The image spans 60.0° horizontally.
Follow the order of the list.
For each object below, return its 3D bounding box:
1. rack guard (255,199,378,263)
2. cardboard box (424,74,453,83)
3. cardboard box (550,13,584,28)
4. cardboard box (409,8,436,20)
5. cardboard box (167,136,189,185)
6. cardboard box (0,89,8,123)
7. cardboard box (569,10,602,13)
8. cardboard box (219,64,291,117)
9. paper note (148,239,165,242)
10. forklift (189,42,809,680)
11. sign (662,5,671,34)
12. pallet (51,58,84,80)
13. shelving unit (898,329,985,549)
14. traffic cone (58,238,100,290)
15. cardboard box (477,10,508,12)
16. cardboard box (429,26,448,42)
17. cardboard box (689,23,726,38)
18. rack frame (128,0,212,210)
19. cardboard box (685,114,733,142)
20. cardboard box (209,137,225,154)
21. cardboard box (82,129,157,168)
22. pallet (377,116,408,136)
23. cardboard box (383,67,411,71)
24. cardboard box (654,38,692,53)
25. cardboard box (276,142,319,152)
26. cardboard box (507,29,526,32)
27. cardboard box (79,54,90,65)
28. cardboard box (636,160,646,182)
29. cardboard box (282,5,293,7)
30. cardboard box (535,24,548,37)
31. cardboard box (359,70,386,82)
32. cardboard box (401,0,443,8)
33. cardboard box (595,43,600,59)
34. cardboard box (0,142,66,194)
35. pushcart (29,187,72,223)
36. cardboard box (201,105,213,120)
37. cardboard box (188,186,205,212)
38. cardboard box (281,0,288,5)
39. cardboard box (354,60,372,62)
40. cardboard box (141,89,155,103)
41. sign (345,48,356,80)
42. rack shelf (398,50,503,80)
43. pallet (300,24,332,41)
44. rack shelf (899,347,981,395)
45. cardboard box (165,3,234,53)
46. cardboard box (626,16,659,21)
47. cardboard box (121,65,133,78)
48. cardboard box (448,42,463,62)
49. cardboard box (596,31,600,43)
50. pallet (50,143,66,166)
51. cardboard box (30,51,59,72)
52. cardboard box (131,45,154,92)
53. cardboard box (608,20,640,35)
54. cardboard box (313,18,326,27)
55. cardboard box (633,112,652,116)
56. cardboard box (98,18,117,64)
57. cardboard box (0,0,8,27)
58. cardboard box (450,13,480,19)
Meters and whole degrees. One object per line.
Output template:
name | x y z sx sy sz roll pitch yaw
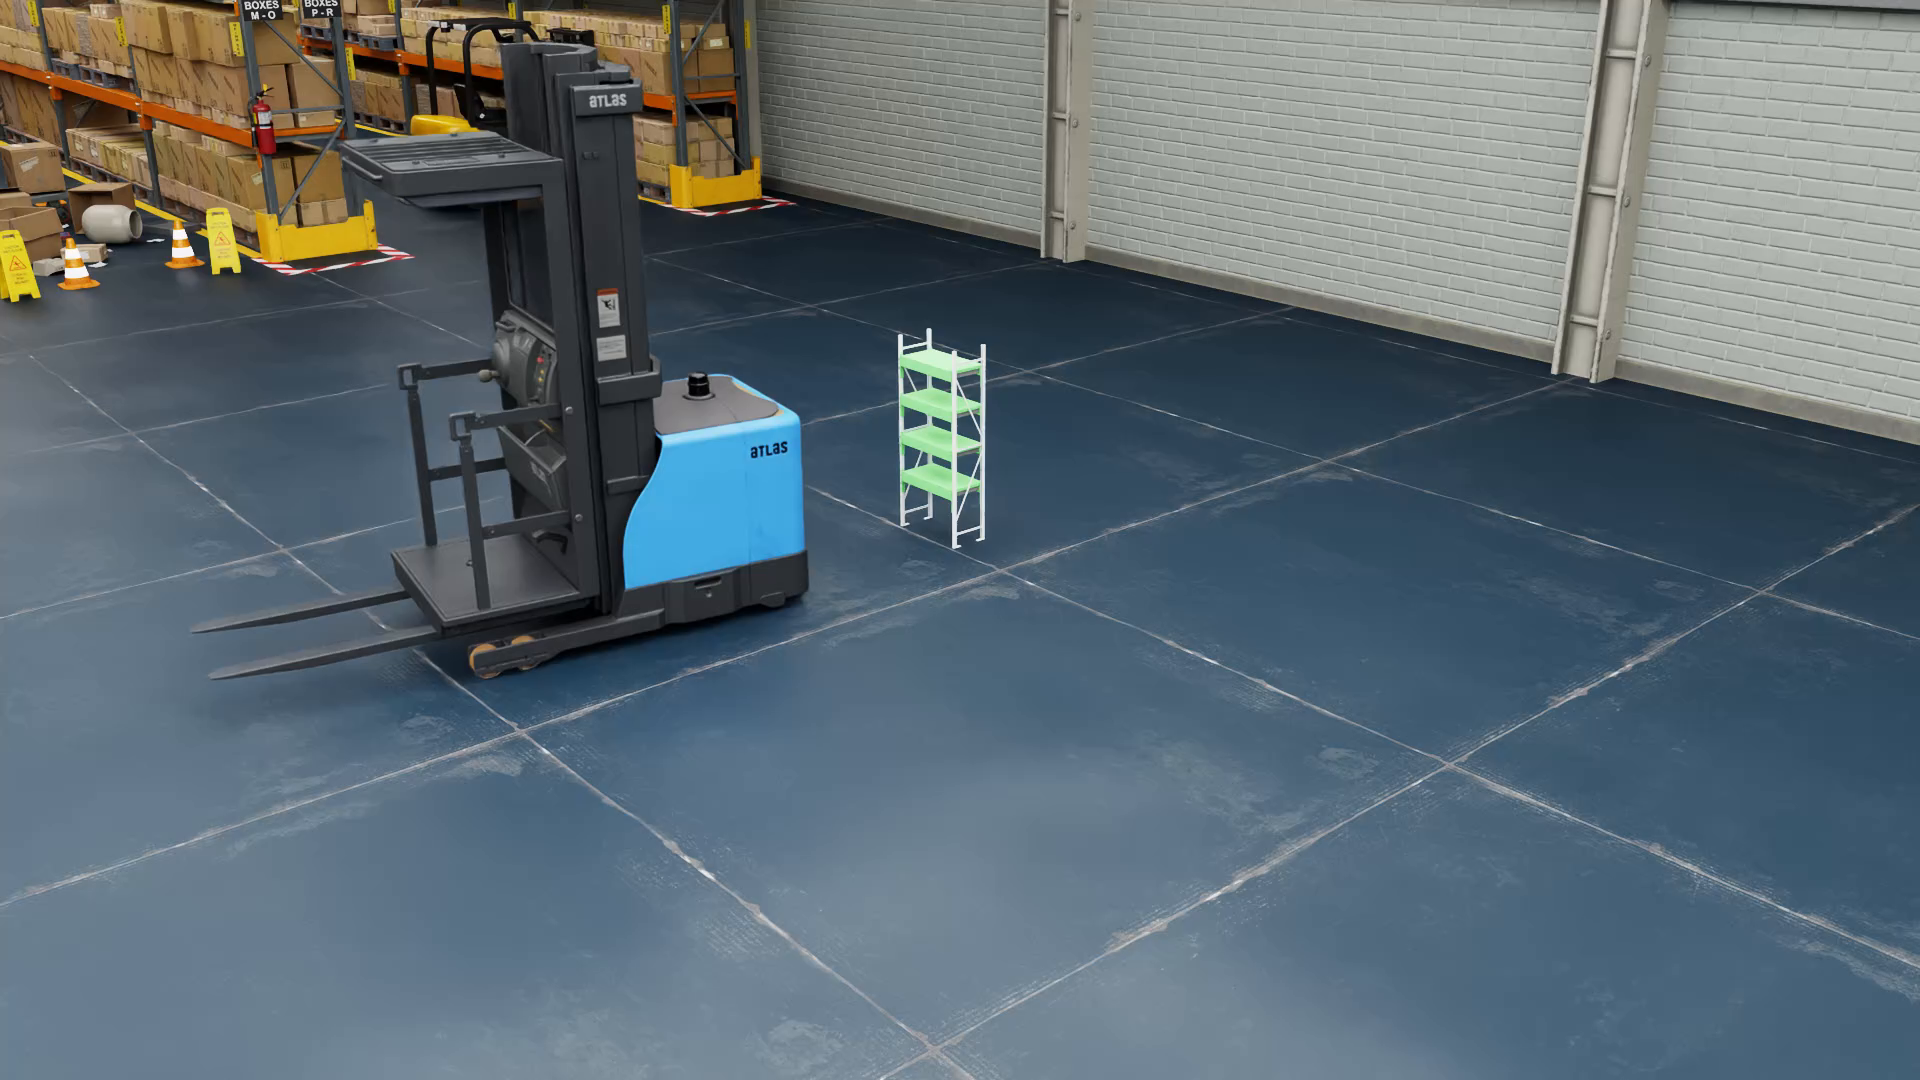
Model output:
rack guard | -6.856 -3.310 17.748 1.175 0.500 0.348 -17 27 -37
cardboard box | -8.375 -7.397 26.720 0.380 0.149 0.250 -16 26 -35
cardboard box | -5.174 -6.854 21.936 0.380 0.149 0.250 -17 27 -36
cardboard box | -8.110 -7.962 25.174 0.380 0.149 0.250 -17 27 -36
cardboard box | -8.879 -4.450 19.398 0.500 0.500 0.500 -16 27 -35
cardboard box | -14.968 -6.969 26.602 0.875 0.438 0.875 -18 28 -38
cardboard box | -5.090 -7.132 22.645 0.380 0.149 0.250 -18 28 -39
cardboard box | -7.370 -4.722 17.382 0.500 0.500 0.500 -18 28 -38
paper note | -8.913 -3.328 18.438 0.148 0.019 0.142 12 24 27
forklift | -2.357 -0.899 8.261 3.031 2.935 1.130 -12 25 -29
sign | -3.469 -6.159 19.684 0.100 0.325 0.005 -17 27 -37
pallet | -11.483 -6.402 22.479 1.213 0.211 1.003 -17 27 -37
shelving unit | -0.108 -0.604 9.882 0.258 1.200 0.503 -17 27 -37
traffic cone | -8.683 -2.725 16.306 0.336 0.463 0.334 -17 27 -37
cardboard box | -6.976 -7.830 24.834 0.380 0.149 0.250 -18 28 -38
cardboard box | -7.512 -7.540 24.642 0.500 0.250 0.500 -18 28 -39
cardboard box | -3.106 -6.266 20.434 0.380 0.149 0.250 -18 28 -38
rack frame | -9.418 -5.558 20.060 1.000 3.000 0.127 -17 27 -37
cardboard box | -3.219 -5.194 20.955 0.500 0.250 0.500 -18 28 -38
cardboard box | -7.979 -4.334 18.213 0.380 0.149 0.250 -17 27 -37
cardboard box | -11.180 -5.274 22.364 0.950 0.372 0.625 -18 28 -38
pallet | -8.729 -6.762 26.960 1.003 0.211 1.213 -17 27 -37
cardboard box | -9.404 -7.827 27.816 0.380 0.149 0.250 -19 28 -39
cardboard box | -3.487 -6.013 20.196 0.380 0.149 0.250 -17 27 -37
cardboard box | -7.484 -4.155 18.647 0.500 0.500 0.500 -19 28 -39
cardboard box | -6.051 -7.130 23.049 0.380 0.149 0.250 -16 27 -36
cardboard box | -11.274 -6.306 21.739 0.380 0.149 0.250 -16 26 -34
cardboard box | -3.912 -4.745 21.179 0.500 0.250 0.500 -17 27 -37
cardboard box | -12.053 -9.378 29.611 0.500 0.250 0.500 -18 27 -38
cardboard box | -5.481 -6.867 22.377 0.380 0.149 0.250 -17 27 -36
cardboard box | -9.629 -7.628 27.309 0.380 0.149 0.250 -19 28 -40
cardboard box | -8.488 -8.267 26.265 0.500 0.500 0.500 -16 26 -35
cardboard box | -4.572 -6.178 21.509 0.500 0.500 0.500 -17 27 -37
cardboard box | -10.746 -4.314 19.275 0.500 0.500 0.500 -17 27 -37
pushcart | -11.112 -3.780 19.118 0.936 0.377 1.648 12 24 27
cardboard box | -8.101 -4.725 18.278 0.380 0.149 0.250 -18 28 -38
cardboard box | -8.532 -3.955 19.163 0.500 0.250 0.500 -18 28 -38
cardboard box | -12.421 -9.870 29.839 0.500 0.500 0.500 -17 27 -36
cardboard box | -10.423 -8.251 28.900 0.380 0.149 0.250 -19 28 -39
cardboard box | -9.455 -5.277 19.689 0.380 0.149 0.250 -18 27 -38
sign | -6.396 -4.985 17.411 0.100 0.325 0.005 -17 27 -37
rack shelf | -6.965 -6.958 24.622 1.077 0.370 4.000 -17 27 -37
pallet | -10.443 -8.614 28.128 1.003 0.211 1.213 -17 27 -37
rack shelf | -0.108 -0.992 9.730 0.258 0.148 0.480 -17 27 -37
cardboard box | -8.261 -5.621 18.307 0.700 0.500 0.500 -18 27 -38
cardboard box | -4.094 -6.700 21.543 0.380 0.149 0.250 -17 27 -37
cardboard box | -9.962 -5.713 20.225 0.380 0.149 0.250 -17 27 -37
cardboard box | -7.163 -7.170 24.384 0.500 0.250 0.500 -16 27 -36
cardboard box | -4.438 -6.452 21.317 0.380 0.149 0.250 -18 27 -38
pallet | -12.486 -5.600 23.993 1.003 0.211 1.213 -17 27 -37
cardboard box | -12.555 -6.671 23.108 0.500 0.250 0.500 -19 28 -39
cardboard box | -9.341 -5.555 19.508 0.500 0.500 0.500 -18 27 -38
cardboard box | -4.178 -6.430 20.853 0.380 0.149 0.250 -17 27 -36
cardboard box | -10.397 -8.863 27.786 0.700 0.500 0.500 -17 27 -37
cardboard box | -4.260 -5.346 21.343 0.500 0.250 0.500 -17 27 -37
cardboard box | -10.218 -6.148 20.447 0.500 0.500 0.500 -17 27 -37
cardboard box | -13.549 -7.676 23.960 0.500 0.500 0.500 -18 28 -38
cardboard box | -7.139 -7.531 24.073 0.380 0.149 0.250 -18 28 -39
